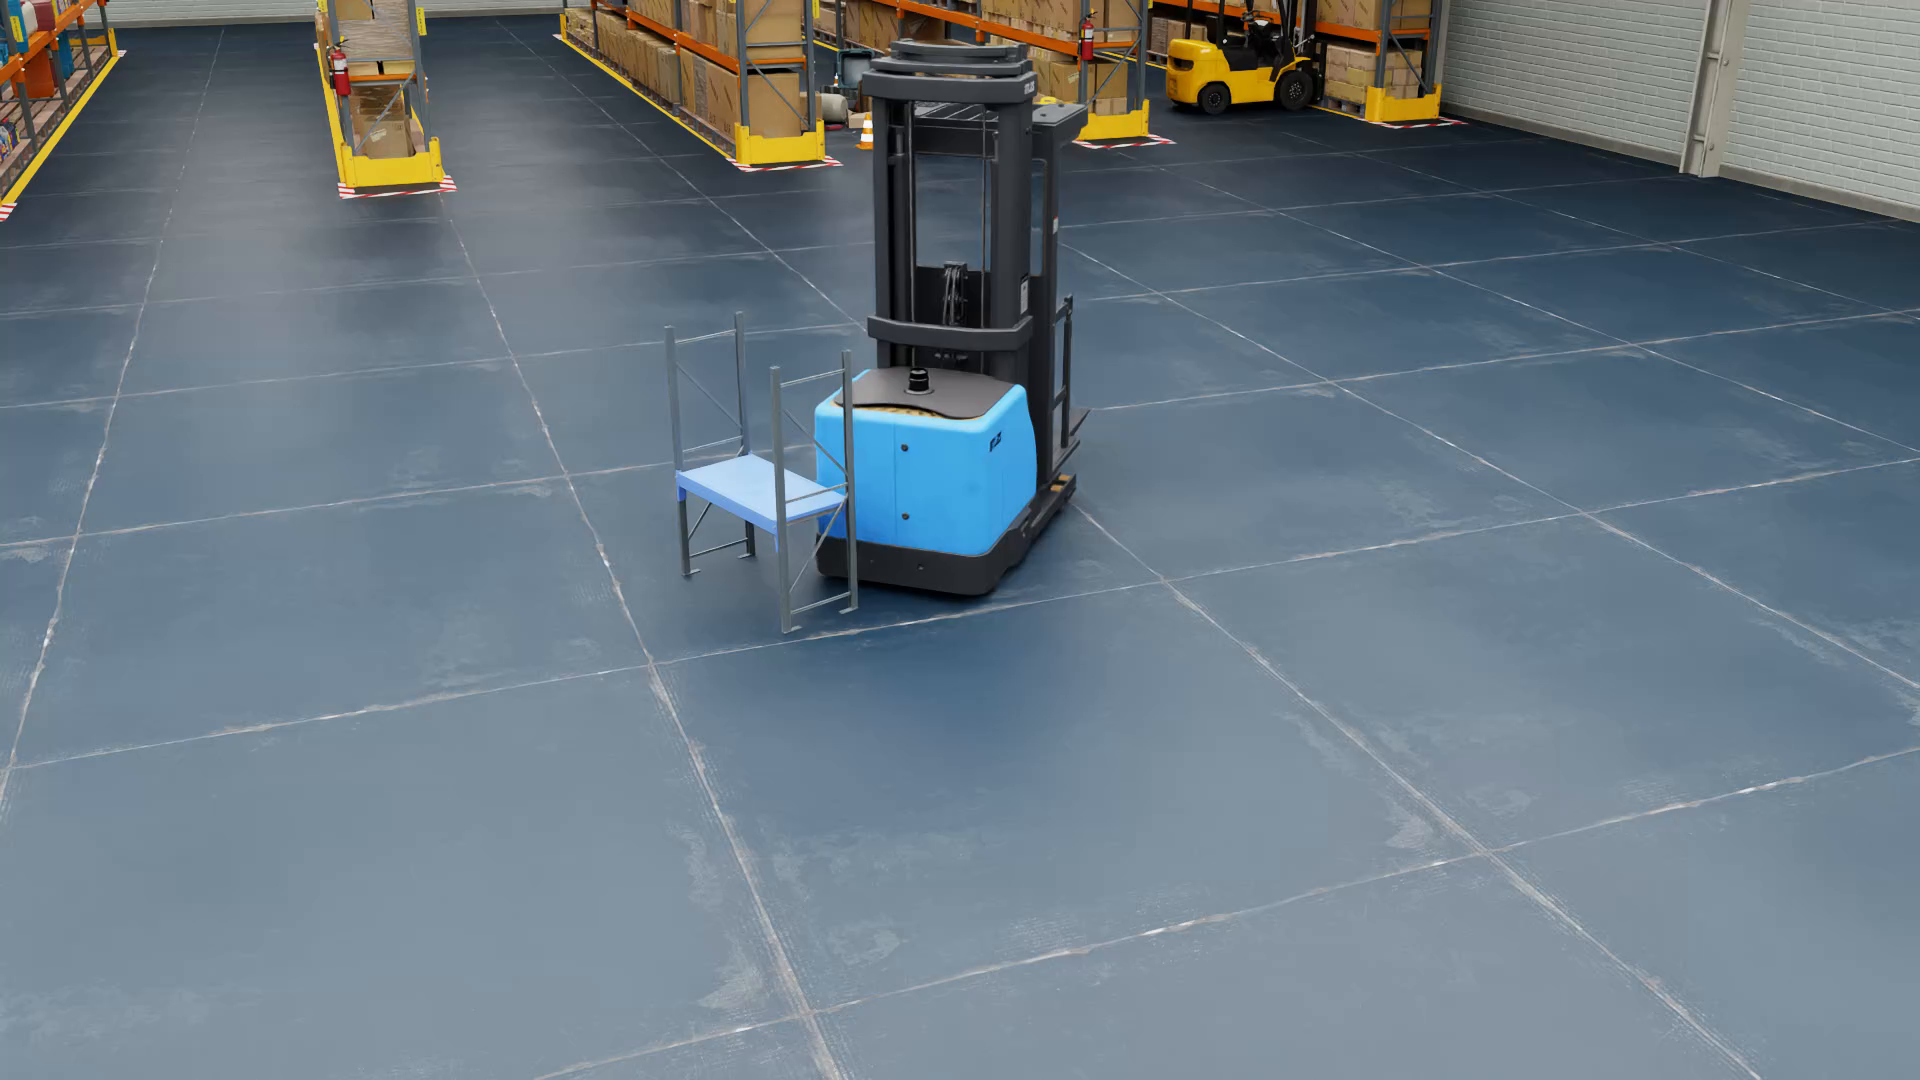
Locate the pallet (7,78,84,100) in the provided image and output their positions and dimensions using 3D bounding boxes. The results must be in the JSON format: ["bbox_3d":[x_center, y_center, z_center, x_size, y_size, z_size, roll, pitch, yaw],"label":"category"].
[{"bbox_3d":[-15.300,-7.529,27.842,1.003,0.211,1.213,-8,24,-19],"label":"pallet"}]

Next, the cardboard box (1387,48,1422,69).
[{"bbox_3d":[6.825,-7.493,25.879,0.500,0.250,0.500,-9,24,-20],"label":"cardboard box"}]

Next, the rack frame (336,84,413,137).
[{"bbox_3d":[-8.508,-7.317,23.748,1.000,3.000,0.127,-8,24,-19],"label":"rack frame"}]

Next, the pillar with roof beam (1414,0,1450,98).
[{"bbox_3d":[3.388,-10.456,23.472,9.100,9.000,0.400,-8,24,-19],"label":"pillar with roof beam"}]

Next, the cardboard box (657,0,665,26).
[{"bbox_3d":[-4.445,-8.343,26.054,0.500,0.500,0.500,-9,24,-20],"label":"cardboard box"}]

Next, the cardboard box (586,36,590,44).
[{"bbox_3d":[-7.283,-10.036,33.329,0.380,0.149,0.250,-9,25,-21],"label":"cardboard box"}]

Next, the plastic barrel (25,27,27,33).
[{"bbox_3d":[-13.534,-7.344,23.638,0.433,0.535,0.433,0,23,0],"label":"plastic barrel"}]

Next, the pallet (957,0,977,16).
[{"bbox_3d":[0.629,-8.886,27.717,1.003,0.211,1.213,-8,24,-19],"label":"pallet"}]

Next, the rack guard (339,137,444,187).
[{"bbox_3d":[-7.122,-4.739,20.851,1.175,0.500,0.348,-8,24,-19],"label":"rack guard"}]

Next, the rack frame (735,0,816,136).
[{"bbox_3d":[-2.419,-6.507,21.827,1.000,3.000,0.127,-8,24,-19],"label":"rack frame"}]

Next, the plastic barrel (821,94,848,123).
[{"bbox_3d":[-1.997,-6.572,25.297,0.512,0.421,0.421,8,24,18],"label":"plastic barrel"}]

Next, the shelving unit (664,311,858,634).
[{"bbox_3d":[-1.103,-0.395,9.257,0.538,1.500,1.048,-18,29,-37],"label":"shelving unit"}]

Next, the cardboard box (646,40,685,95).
[{"bbox_3d":[-4.473,-7.682,26.970,1.050,0.750,0.750,-8,24,-19],"label":"cardboard box"}]

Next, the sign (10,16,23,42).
[{"bbox_3d":[-12.623,-6.836,22.251,0.100,0.325,0.005,-8,24,-19],"label":"sign"}]

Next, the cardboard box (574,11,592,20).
[{"bbox_3d":[-7.860,-10.966,34.770,0.380,0.149,0.250,-10,25,-22],"label":"cardboard box"}]

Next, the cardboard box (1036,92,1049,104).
[{"bbox_3d":[1.463,-6.596,25.037,0.500,0.250,0.500,-8,24,-19],"label":"cardboard box"}]

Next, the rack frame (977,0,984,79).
[{"bbox_3d":[0.763,-8.677,26.974,1.000,3.000,0.127,-8,24,-19],"label":"rack frame"}]

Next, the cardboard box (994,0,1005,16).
[{"bbox_3d":[0.857,-8.482,26.002,0.500,0.500,0.500,-8,24,-19],"label":"cardboard box"}]

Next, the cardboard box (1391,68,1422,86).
[{"bbox_3d":[6.846,-7.262,25.973,0.500,0.250,0.500,-8,24,-18],"label":"cardboard box"}]

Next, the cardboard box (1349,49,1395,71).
[{"bbox_3d":[6.364,-7.417,25.698,0.500,0.250,0.500,-8,24,-17],"label":"cardboard box"}]

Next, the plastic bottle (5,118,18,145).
[{"bbox_3d":[-12.645,-5.425,22.103,0.144,0.351,0.185,-9,24,-20],"label":"plastic bottle"}]

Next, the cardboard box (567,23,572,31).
[{"bbox_3d":[-8.186,-10.966,35.537,0.380,0.149,0.250,-8,24,-18],"label":"cardboard box"}]

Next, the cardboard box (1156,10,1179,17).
[{"bbox_3d":[4.099,-10.385,32.870,0.380,0.149,0.250,-7,24,-16],"label":"cardboard box"}]

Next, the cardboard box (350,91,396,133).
[{"bbox_3d":[-8.195,-6.001,23.303,0.500,0.500,0.500,-1,23,-2],"label":"cardboard box"}]

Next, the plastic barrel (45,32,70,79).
[{"bbox_3d":[-15.542,-8.313,28.273,0.600,0.901,0.708,-8,24,-19],"label":"plastic barrel"}]

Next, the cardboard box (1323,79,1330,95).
[{"bbox_3d":[6.022,-7.324,26.765,0.500,0.250,0.500,-8,24,-18],"label":"cardboard box"}]

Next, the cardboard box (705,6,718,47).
[{"bbox_3d":[-3.114,-7.309,23.537,0.875,0.550,0.500,-8,24,-19],"label":"cardboard box"}]

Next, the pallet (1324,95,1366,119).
[{"bbox_3d":[6.509,-6.893,26.332,1.003,0.211,1.213,-8,24,-19],"label":"pallet"}]

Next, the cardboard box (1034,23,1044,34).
[{"bbox_3d":[1.326,-7.669,24.907,0.380,0.149,0.250,-9,24,-20],"label":"cardboard box"}]

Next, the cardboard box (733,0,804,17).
[{"bbox_3d":[-2.514,-7.214,21.921,0.875,0.550,0.550,-8,24,-19],"label":"cardboard box"}]

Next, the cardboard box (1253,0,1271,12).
[{"bbox_3d":[5.318,-9.208,28.106,0.500,0.500,0.500,-9,24,-20],"label":"cardboard box"}]

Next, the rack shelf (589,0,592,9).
[{"bbox_3d":[-7.365,-11.263,34.036,1.077,0.370,4.000,-8,24,-19],"label":"rack shelf"}]

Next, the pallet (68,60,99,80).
[{"bbox_3d":[-16.264,-8.521,30.195,1.003,0.211,1.213,-8,24,-19],"label":"pallet"}]

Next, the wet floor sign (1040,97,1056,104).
[{"bbox_3d":[1.242,-5.922,23.471,0.267,0.644,0.232,0,23,-1],"label":"wet floor sign"}]

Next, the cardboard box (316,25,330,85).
[{"bbox_3d":[-10.146,-8.238,28.129,1.225,0.875,0.875,-10,25,-21],"label":"cardboard box"}]

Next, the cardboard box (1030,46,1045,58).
[{"bbox_3d":[1.279,-7.361,25.052,0.380,0.149,0.250,-7,24,-17],"label":"cardboard box"}]

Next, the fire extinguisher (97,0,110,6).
[{"bbox_3d":[-17.009,-10.907,32.846,0.296,0.674,0.183,-8,24,-19],"label":"fire extinguisher"}]

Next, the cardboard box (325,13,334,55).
[{"bbox_3d":[-7.553,-6.415,21.098,0.875,0.500,0.500,-8,24,-19],"label":"cardboard box"}]

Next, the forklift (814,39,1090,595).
[{"bbox_3d":[0.125,-1.584,10.235,1.130,2.935,3.031,8,24,17],"label":"forklift"}]

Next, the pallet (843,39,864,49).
[{"bbox_3d":[-1.720,-10.028,33.772,1.003,0.211,1.213,-8,24,-19],"label":"pallet"}]

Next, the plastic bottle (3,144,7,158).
[{"bbox_3d":[-12.269,-4.996,21.277,0.097,0.201,0.097,0,23,0],"label":"plastic bottle"}]

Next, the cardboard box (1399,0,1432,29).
[{"bbox_3d":[6.903,-8.170,25.643,0.500,0.500,0.500,-8,24,-17],"label":"cardboard box"}]

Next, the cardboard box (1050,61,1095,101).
[{"bbox_3d":[1.649,-6.751,24.438,0.500,0.500,0.500,-8,24,-19],"label":"cardboard box"}]

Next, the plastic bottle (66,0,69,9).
[{"bbox_3d":[-15.397,-9.255,28.507,0.152,0.276,0.135,-8,24,-19],"label":"plastic bottle"}]

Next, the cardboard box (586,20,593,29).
[{"bbox_3d":[-7.250,-10.292,33.170,0.380,0.149,0.250,-9,24,-19],"label":"cardboard box"}]

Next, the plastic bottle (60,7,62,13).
[{"bbox_3d":[-15.023,-8.866,27.680,0.097,0.201,0.097,0,23,0],"label":"plastic bottle"}]

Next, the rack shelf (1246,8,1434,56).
[{"bbox_3d":[6.112,-8.301,27.009,1.077,0.370,4.000,-8,24,-19],"label":"rack shelf"}]

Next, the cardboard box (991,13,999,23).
[{"bbox_3d":[0.712,-8.318,26.446,0.380,0.149,0.250,-8,24,-17],"label":"cardboard box"}]

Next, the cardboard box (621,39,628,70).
[{"bbox_3d":[-5.723,-8.659,29.610,0.500,0.500,0.500,-8,24,-19],"label":"cardboard box"}]

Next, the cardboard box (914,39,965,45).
[{"bbox_3d":[-0.460,-8.906,30.361,0.950,0.372,0.625,-10,25,-23],"label":"cardboard box"}]

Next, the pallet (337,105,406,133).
[{"bbox_3d":[-8.785,-6.315,24.960,1.003,0.211,1.213,-8,24,-19],"label":"pallet"}]

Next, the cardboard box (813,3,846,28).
[{"bbox_3d":[-2.819,-11.492,36.412,0.875,0.438,0.875,-8,24,-18],"label":"cardboard box"}]

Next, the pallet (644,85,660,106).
[{"bbox_3d":[-4.610,-7.390,27.511,1.003,0.211,1.213,-8,24,-19],"label":"pallet"}]
